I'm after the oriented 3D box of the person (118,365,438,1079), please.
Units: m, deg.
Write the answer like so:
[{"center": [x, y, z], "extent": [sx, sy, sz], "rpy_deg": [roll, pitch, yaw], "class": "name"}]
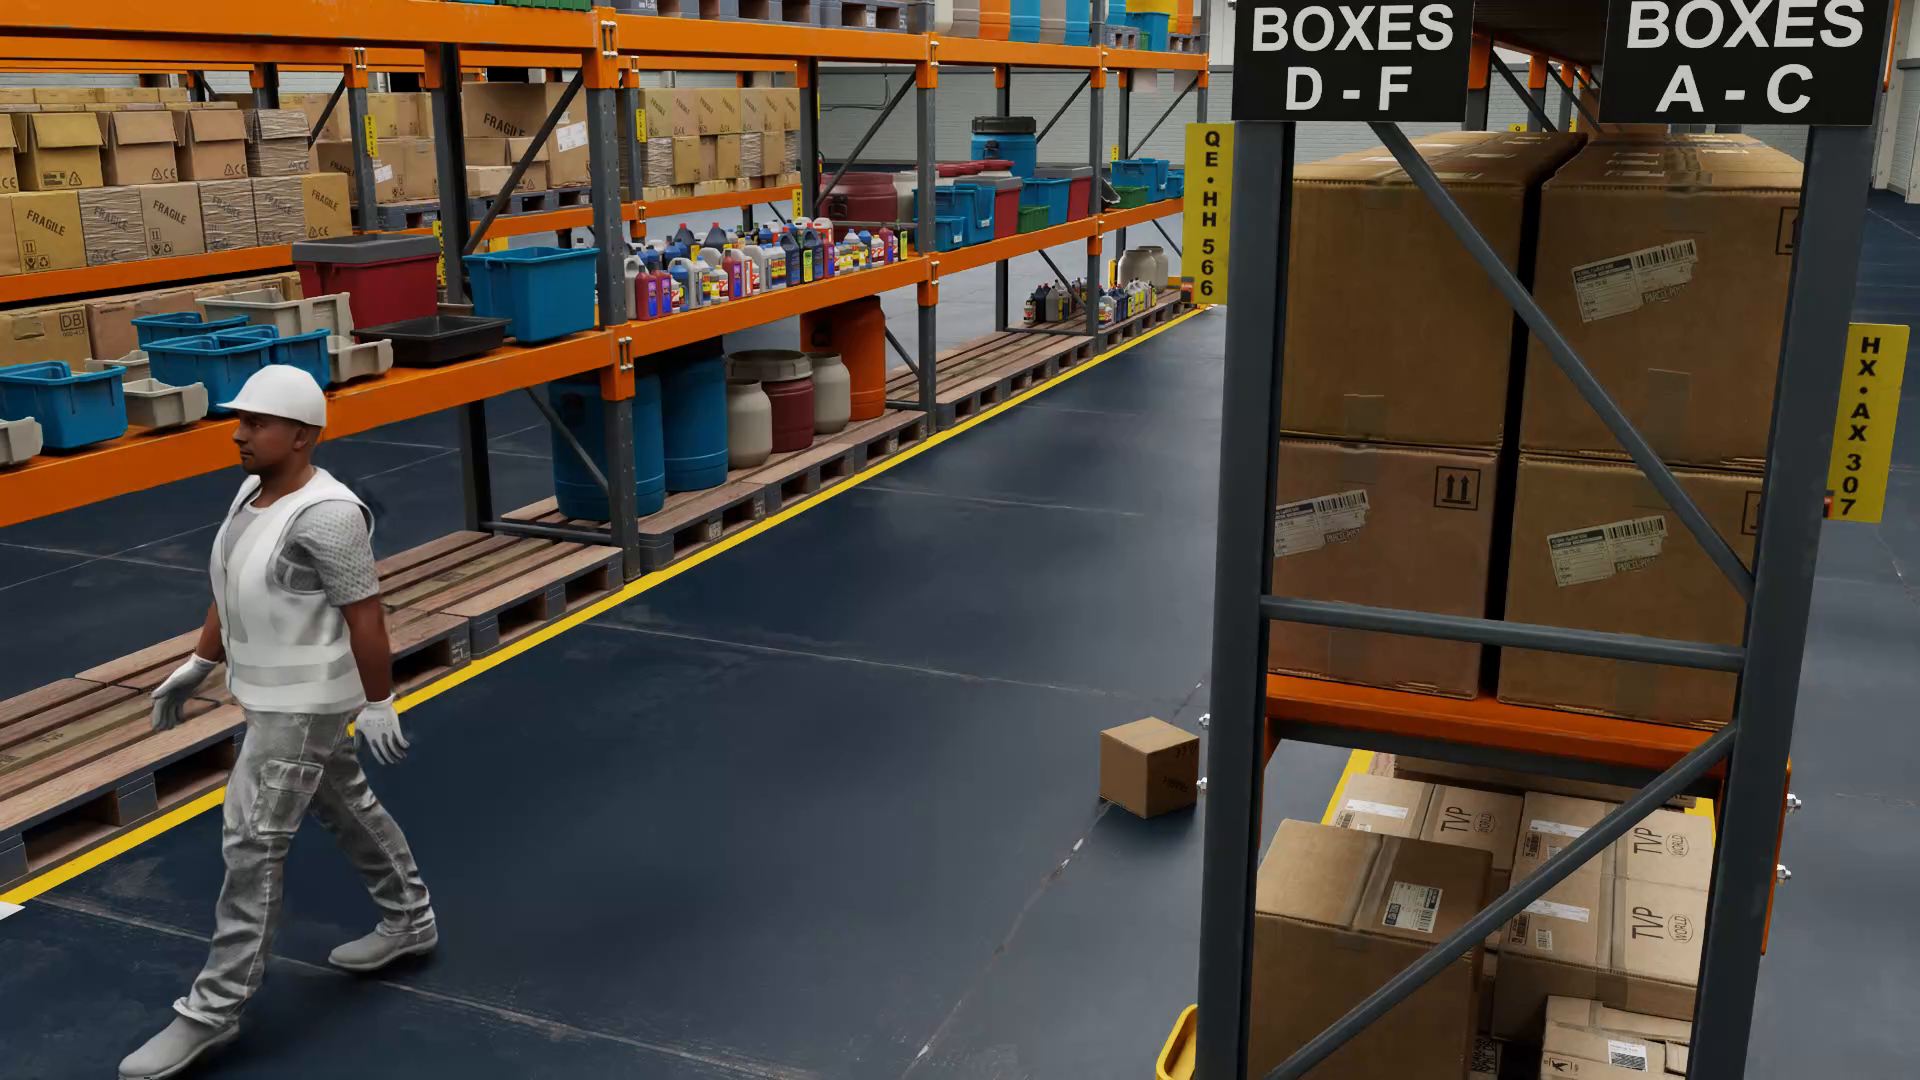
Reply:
[{"center": [-1.870, 0.426, 4.368], "extent": [0.898, 1.754, 0.548], "rpy_deg": [-11, 19, -35], "class": "person"}]
